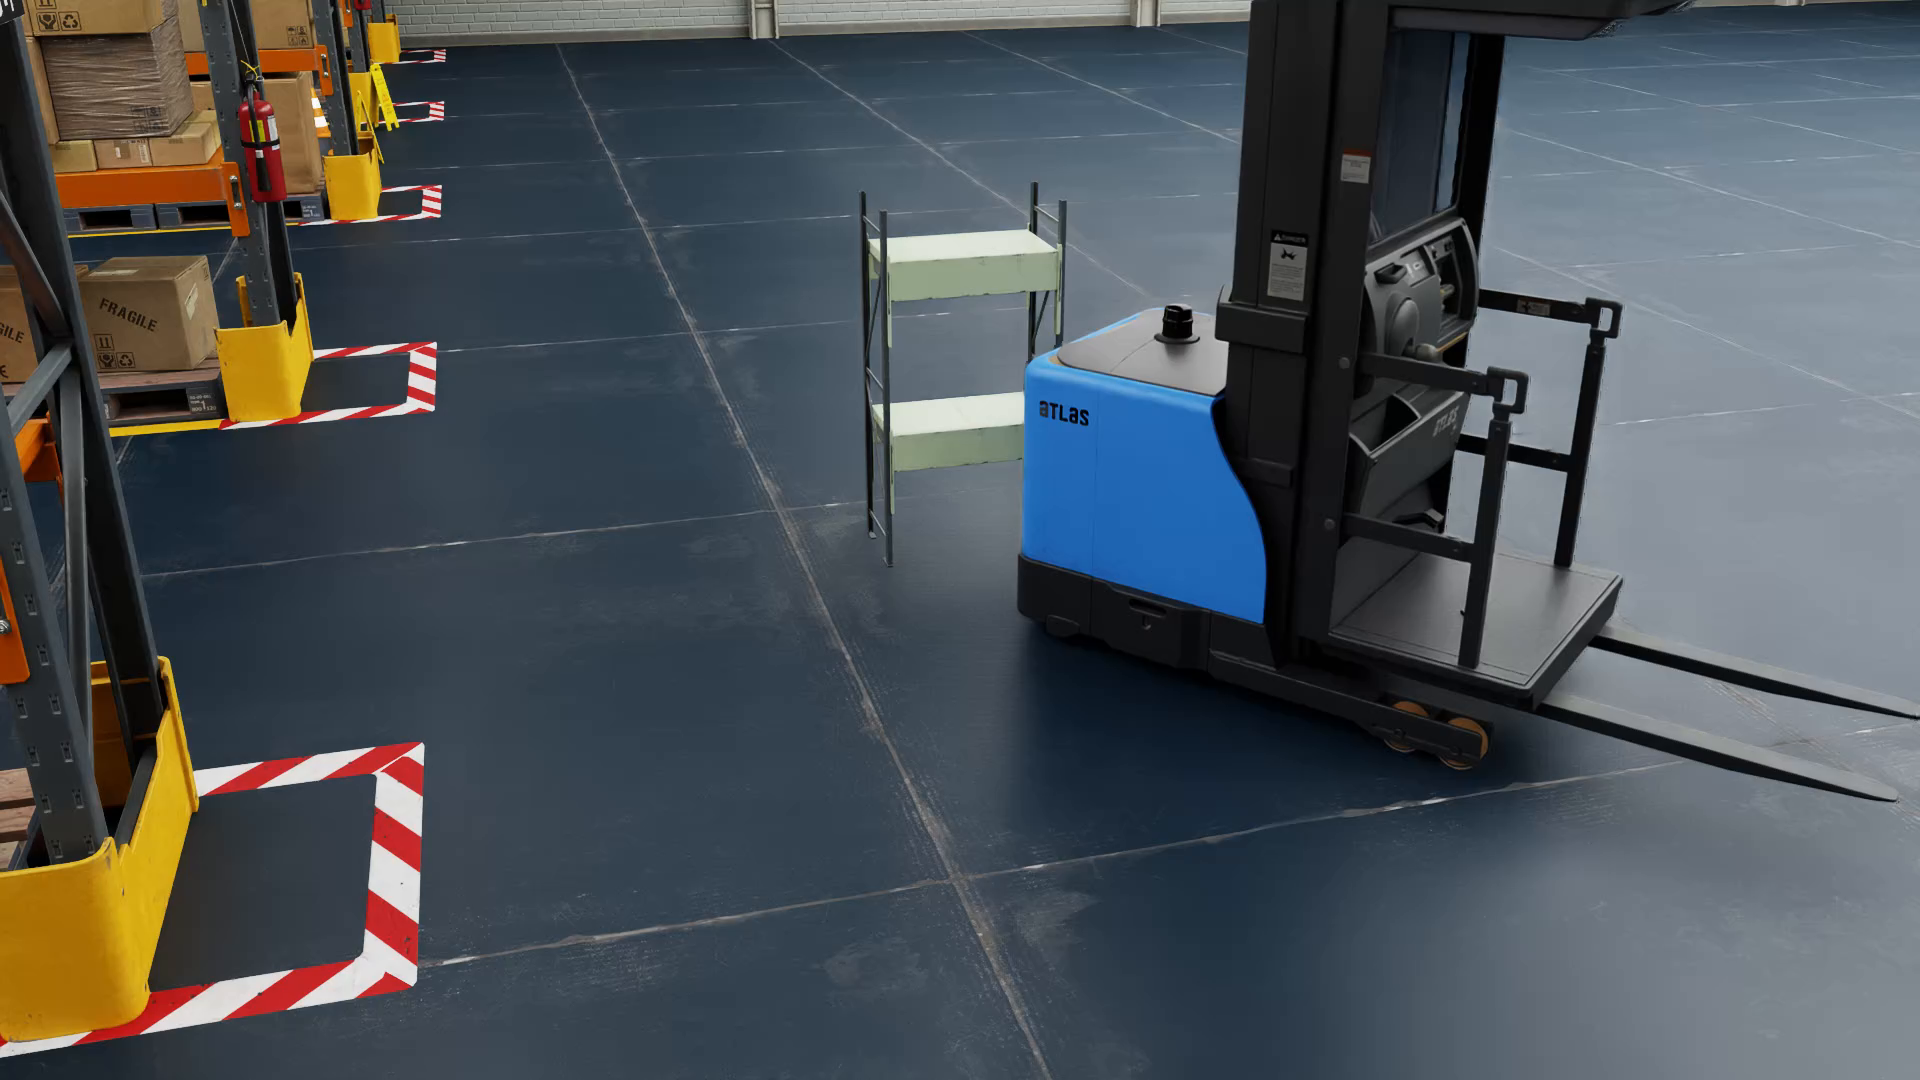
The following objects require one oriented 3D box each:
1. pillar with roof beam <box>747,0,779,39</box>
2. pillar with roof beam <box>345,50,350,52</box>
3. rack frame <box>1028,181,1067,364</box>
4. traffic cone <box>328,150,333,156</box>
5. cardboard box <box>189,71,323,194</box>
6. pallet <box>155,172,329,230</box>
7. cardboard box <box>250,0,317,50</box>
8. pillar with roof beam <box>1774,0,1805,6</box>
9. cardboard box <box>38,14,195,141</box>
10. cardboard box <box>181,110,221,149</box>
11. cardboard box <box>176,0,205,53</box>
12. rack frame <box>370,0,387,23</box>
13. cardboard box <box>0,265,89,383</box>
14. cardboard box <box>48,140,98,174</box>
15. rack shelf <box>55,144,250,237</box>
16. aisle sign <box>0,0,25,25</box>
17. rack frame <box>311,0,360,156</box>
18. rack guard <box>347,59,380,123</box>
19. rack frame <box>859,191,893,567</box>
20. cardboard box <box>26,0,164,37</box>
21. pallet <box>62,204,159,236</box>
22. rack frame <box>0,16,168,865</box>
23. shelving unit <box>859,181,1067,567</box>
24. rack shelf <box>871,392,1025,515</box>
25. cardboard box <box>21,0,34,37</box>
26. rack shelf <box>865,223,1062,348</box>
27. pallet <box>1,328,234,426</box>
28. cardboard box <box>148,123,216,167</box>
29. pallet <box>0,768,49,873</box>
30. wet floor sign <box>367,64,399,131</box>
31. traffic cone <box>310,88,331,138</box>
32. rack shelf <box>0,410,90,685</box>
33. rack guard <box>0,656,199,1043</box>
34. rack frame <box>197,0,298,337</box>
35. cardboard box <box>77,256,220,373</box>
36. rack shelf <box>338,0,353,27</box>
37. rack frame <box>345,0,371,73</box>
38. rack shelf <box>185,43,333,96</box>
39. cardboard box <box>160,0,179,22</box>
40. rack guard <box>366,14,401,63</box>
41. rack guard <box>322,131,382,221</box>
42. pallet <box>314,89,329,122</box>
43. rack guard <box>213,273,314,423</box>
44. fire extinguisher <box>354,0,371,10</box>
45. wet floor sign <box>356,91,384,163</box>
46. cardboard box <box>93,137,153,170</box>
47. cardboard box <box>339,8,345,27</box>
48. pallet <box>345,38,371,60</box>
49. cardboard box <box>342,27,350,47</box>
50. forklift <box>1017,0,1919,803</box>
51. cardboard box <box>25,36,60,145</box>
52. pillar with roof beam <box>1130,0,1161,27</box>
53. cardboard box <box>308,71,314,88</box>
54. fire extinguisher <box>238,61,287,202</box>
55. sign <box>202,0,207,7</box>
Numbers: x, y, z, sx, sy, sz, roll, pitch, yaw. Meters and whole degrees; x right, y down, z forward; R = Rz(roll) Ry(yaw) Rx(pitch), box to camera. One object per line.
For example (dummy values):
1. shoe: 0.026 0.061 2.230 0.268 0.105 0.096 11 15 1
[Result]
1. pillar with roof beam: -1.724 -9.909 18.931 0.400 9.000 9.100 -6 24 -14
2. pillar with roof beam: -7.501 -9.270 17.442 0.400 9.000 9.100 -6 24 -14
3. rack frame: 0.359 -0.729 7.047 0.023 1.500 0.400 -6 24 -14
4. traffic cone: -5.844 -3.909 15.772 0.334 0.463 0.336 -6 24 -14
5. cardboard box: -5.607 -3.246 13.173 0.875 0.875 0.875 -6 24 -14
6. pallet: -5.720 -2.730 13.345 1.213 0.211 1.003 -6 24 -14
7. cardboard box: -5.317 -4.139 12.902 0.550 0.550 0.875 -6 24 -14
8. pillar with roof beam: 15.606 -11.826 23.399 0.400 9.000 9.100 -6 24 -14
9. cardboard box: -4.266 -2.367 8.459 0.500 0.500 0.875 -6 24 -14
10. cardboard box: -4.068 -2.177 8.839 0.250 0.149 0.380 -6 24 -14
11. cardboard box: -5.840 -4.072 12.746 0.550 0.550 0.875 -6 24 -14
12. rack frame: -7.750 -7.879 21.809 0.127 3.000 1.000 -6 24 -14
13. cardboard box: -4.901 -1.140 8.741 0.500 0.500 0.500 0 23 0
14. cardboard box: -4.415 -1.936 8.277 0.250 0.149 0.380 -6 24 -14
15. rack shelf: -5.655 -1.689 8.295 4.000 0.370 1.077 -6 24 -14
16. aisle sign: -2.401 -1.666 4.032 0.004 0.787 0.394 -6 24 -14
17. rack frame: -4.972 -4.127 13.063 0.127 3.000 1.000 -6 24 -14
18. rack guard: -6.479 -4.838 17.892 0.348 0.500 1.175 -6 24 -14
19. rack frame: -0.346 -0.651 6.865 0.023 1.500 0.400 -6 24 -14
20. cardboard box: -4.192 -2.723 8.019 0.500 0.500 0.500 -6 24 -14
21. pallet: -6.893 -2.602 13.046 1.213 0.211 1.003 -6 24 -14
22. rack frame: -2.391 -0.352 4.267 0.127 3.000 1.000 -6 24 -14
23. shelving unit: 0.006 -0.690 6.956 0.755 1.500 0.431 -6 24 -14
24. rack shelf: 0.006 -0.390 7.084 0.720 0.370 0.431 -6 24 -14
25. cardboard box: -4.672 -2.667 7.890 0.500 0.500 0.500 -6 24 -14
26. rack shelf: 0.006 -1.049 6.802 0.720 0.370 0.431 -6 24 -14
27. pallet: -4.594 -0.870 9.010 1.213 0.211 1.003 -6 24 -14
28. cardboard box: -3.948 -2.009 8.446 0.250 0.149 0.380 -6 24 -14
29. pallet: -3.235 1.040 4.560 1.213 0.211 1.003 -6 24 -14
30. wet floor sign: -5.934 -4.527 16.983 0.232 0.644 0.267 2 23 4
31. traffic cone: -6.472 -4.294 16.670 0.334 0.463 0.336 -6 24 -14
32. rack shelf: -4.317 0.191 3.913 4.000 0.370 1.077 -6 24 -14
33. rack guard: -2.452 0.822 4.700 0.348 0.500 1.175 -6 24 -14
34. rack frame: -3.729 -2.233 8.650 0.127 3.000 1.000 -6 24 -14
35. cardboard box: -4.335 -1.217 8.919 0.500 0.500 0.500 -2 23 -5
36. rack shelf: -8.332 -5.452 17.063 4.000 0.370 1.077 -6 24 -14
37. rack frame: -6.406 -5.995 17.418 0.127 3.000 1.000 -6 24 -14
38. rack shelf: -6.897 -3.583 12.709 4.000 0.370 1.077 -6 24 -14
39. cardboard box: -4.332 -2.920 8.479 0.500 0.500 0.500 -6 24 -14
40. rack guard: -7.727 -6.733 22.308 0.348 0.500 1.175 -6 24 -14
41. rack guard: -4.948 -2.980 13.562 0.348 0.500 1.175 -6 24 -14
42. pallet: -7.271 -4.633 17.779 1.213 0.211 1.003 -6 24 -14
43. rack guard: -3.802 -1.076 9.124 0.348 0.500 1.175 -6 24 -14
44. fire extinguisher: -6.171 -5.797 17.054 0.183 0.674 0.296 -6 24 -14
45. wet floor sign: -5.479 -3.800 15.287 0.232 0.644 0.267 -11 25 -23
46. cardboard box: -4.189 -1.982 8.384 0.250 0.149 0.380 -6 24 -14
47. cardboard box: -8.135 -6.868 21.772 0.500 0.250 0.500 -7 24 -15
48. pallet: -8.475 -6.501 22.132 1.213 0.211 1.003 -6 24 -14
49. cardboard box: -8.117 -6.639 21.872 0.500 0.250 0.500 -6 24 -14
50. forklift: 1.717 -0.827 5.461 3.031 2.935 1.130 16 28 32
51. cardboard box: -4.715 -2.268 8.229 0.500 0.500 0.875 -6 24 -14
52. pillar with roof beam: 4.053 -10.548 20.420 0.400 9.000 9.100 -6 24 -14
53. cardboard box: -7.257 -4.944 17.922 0.500 0.250 0.500 -7 24 -15
54. fire extinguisher: -3.494 -2.034 8.285 0.183 0.674 0.296 -6 24 -14
55. sign: -3.598 -2.697 7.863 0.005 0.325 0.100 -6 24 -14
